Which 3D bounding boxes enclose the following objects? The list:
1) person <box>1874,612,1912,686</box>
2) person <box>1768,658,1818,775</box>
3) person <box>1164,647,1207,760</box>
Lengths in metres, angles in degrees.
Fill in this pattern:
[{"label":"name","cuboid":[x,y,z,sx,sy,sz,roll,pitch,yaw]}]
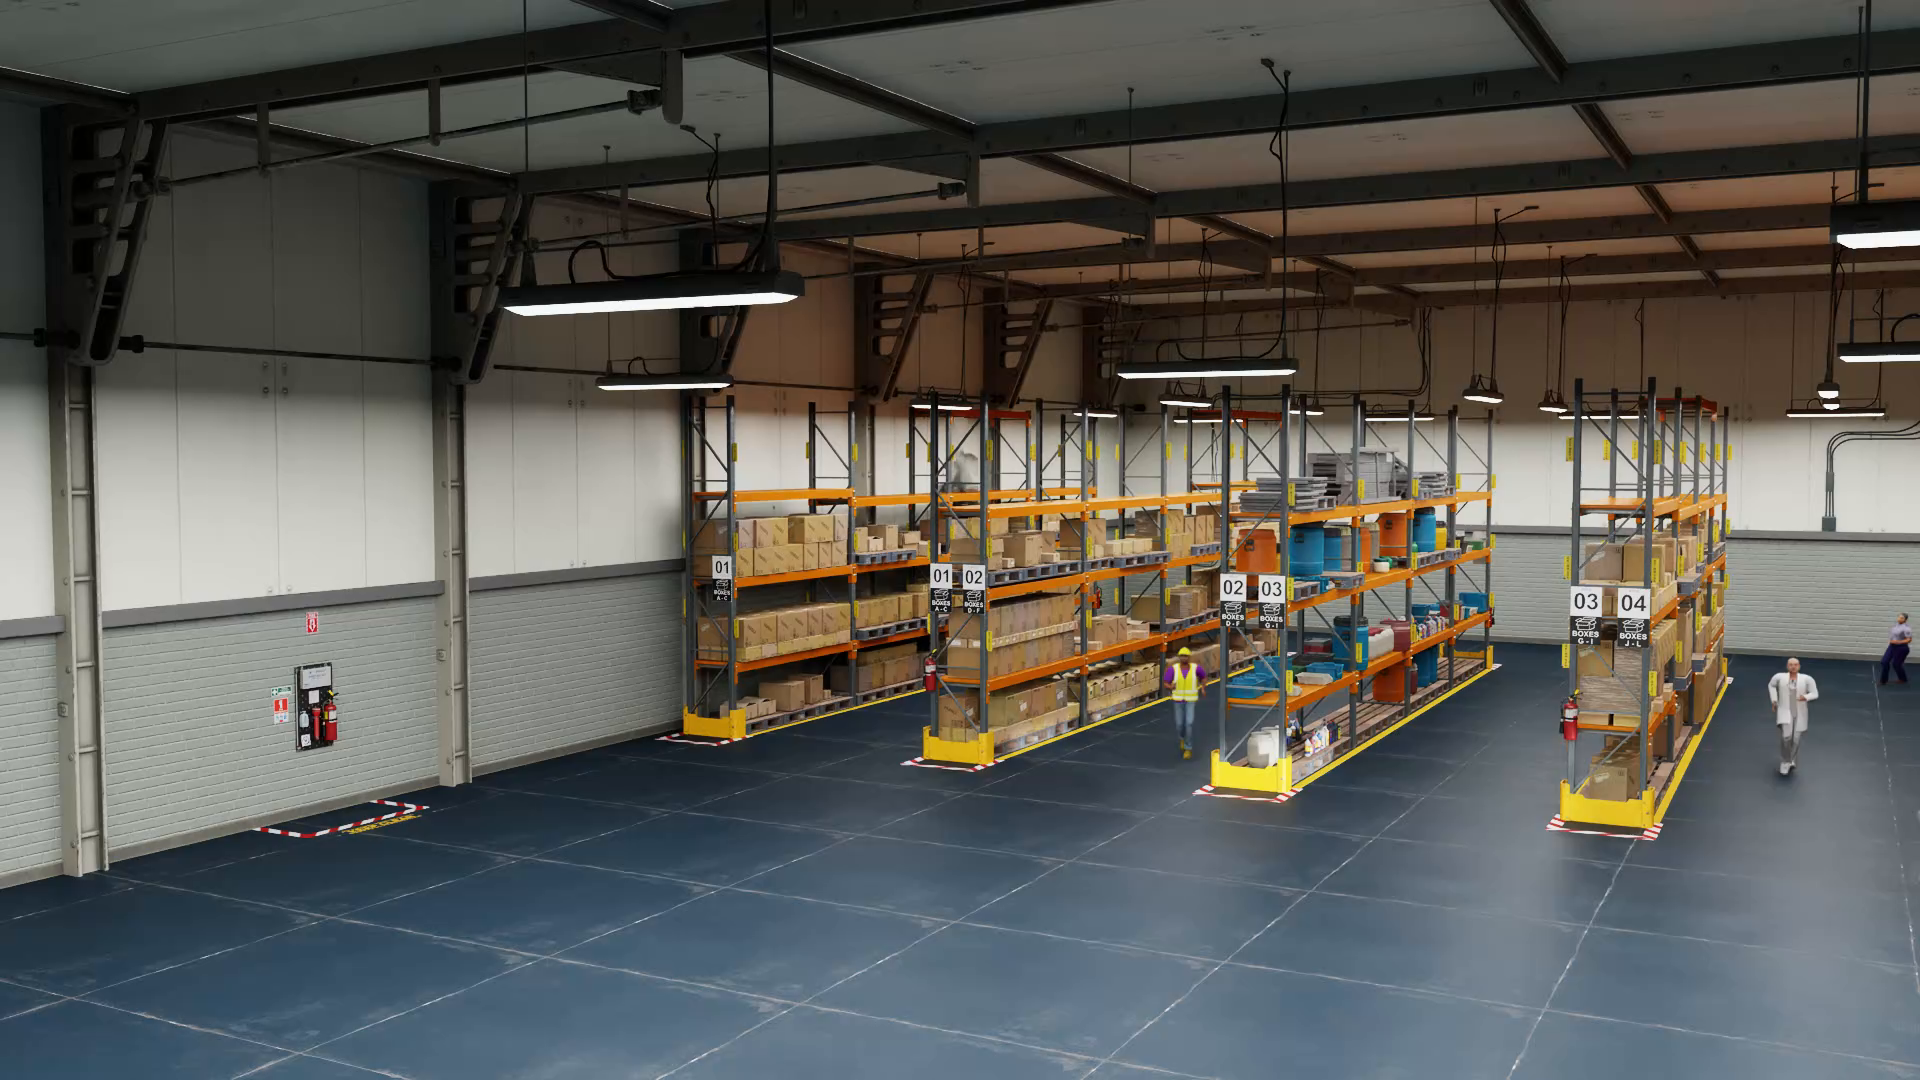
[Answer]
[{"label":"person","cuboid":[20.019,2.354,35.470,0.645,1.647,0.734,0,3,-6]},{"label":"person","cuboid":[13.022,2.753,25.991,0.678,1.831,0.796,1,3,21]},{"label":"person","cuboid":[3.697,2.650,27.351,0.692,1.774,0.975,1,3,13]}]
